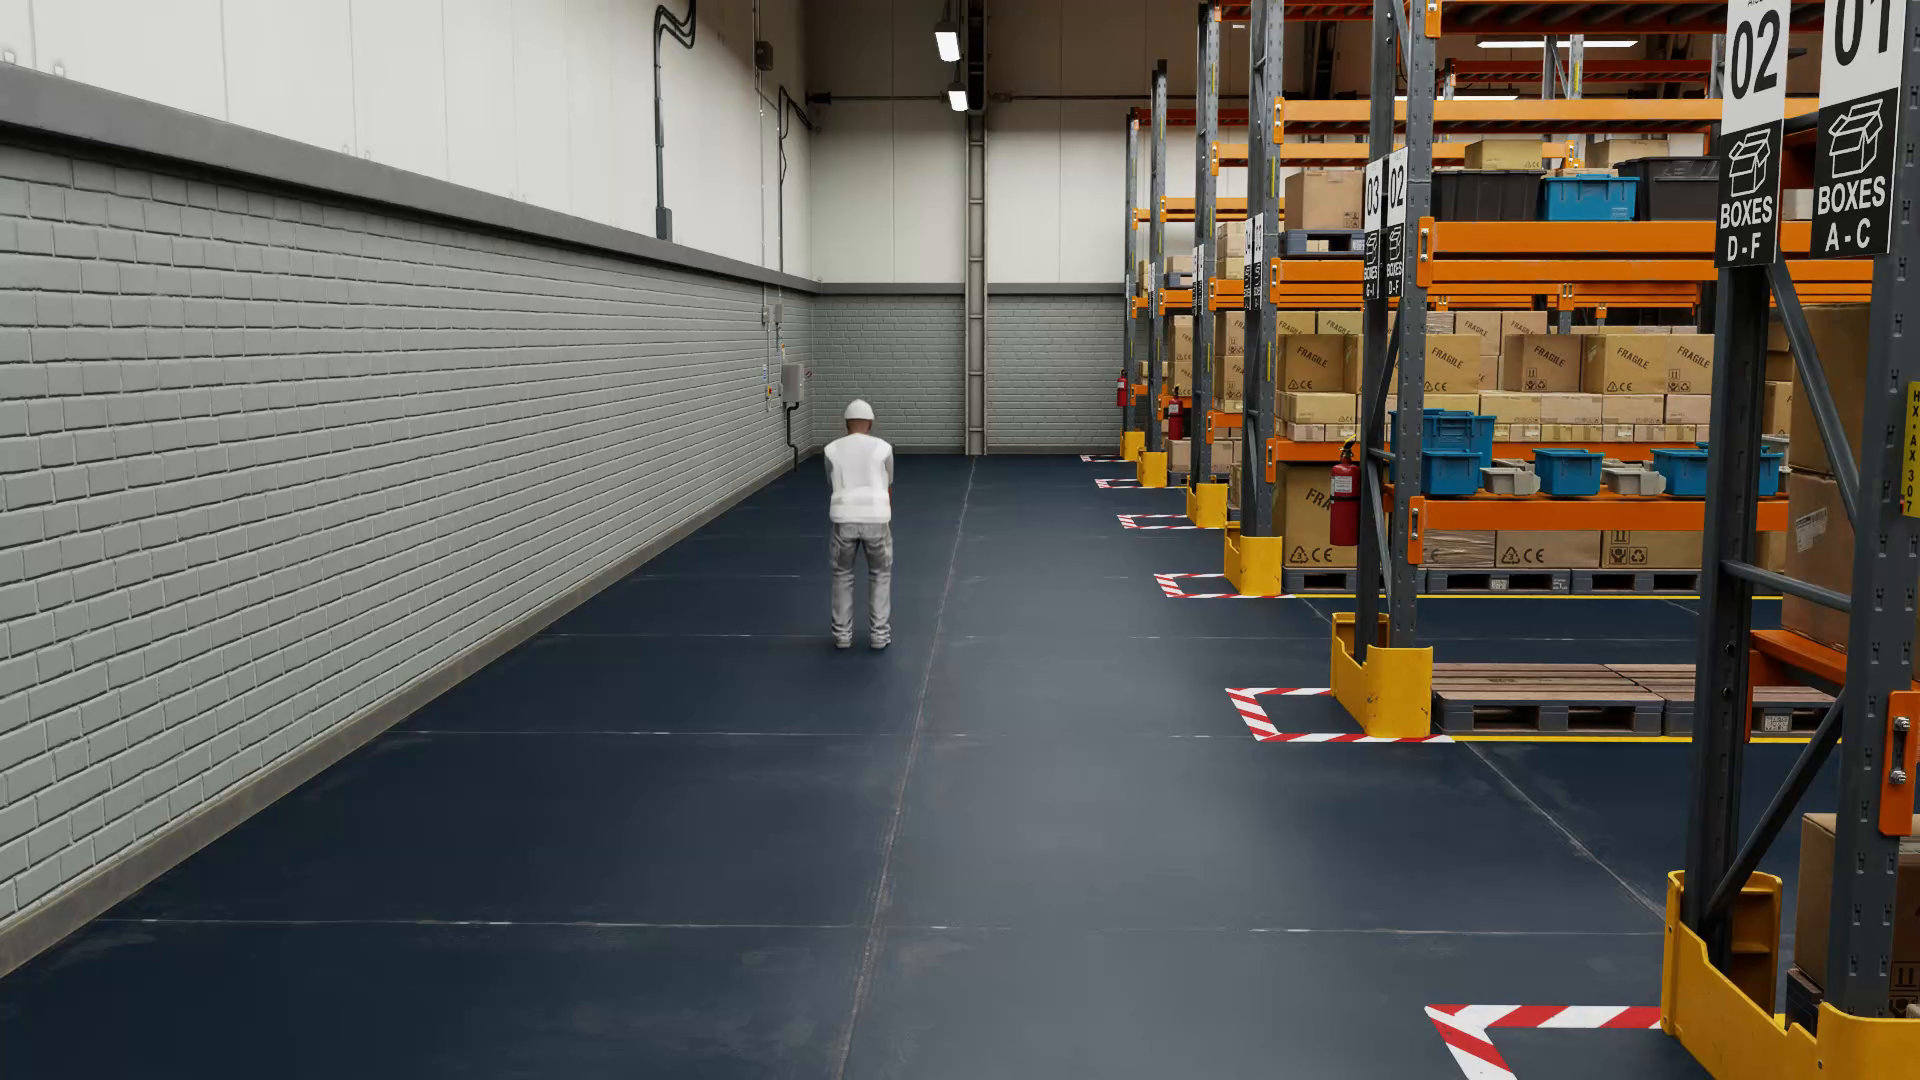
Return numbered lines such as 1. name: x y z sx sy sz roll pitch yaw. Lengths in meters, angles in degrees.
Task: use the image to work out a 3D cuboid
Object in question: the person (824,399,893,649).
1. person: -0.716 -0.123 11.823 0.488 1.744 0.610 0 7 0
